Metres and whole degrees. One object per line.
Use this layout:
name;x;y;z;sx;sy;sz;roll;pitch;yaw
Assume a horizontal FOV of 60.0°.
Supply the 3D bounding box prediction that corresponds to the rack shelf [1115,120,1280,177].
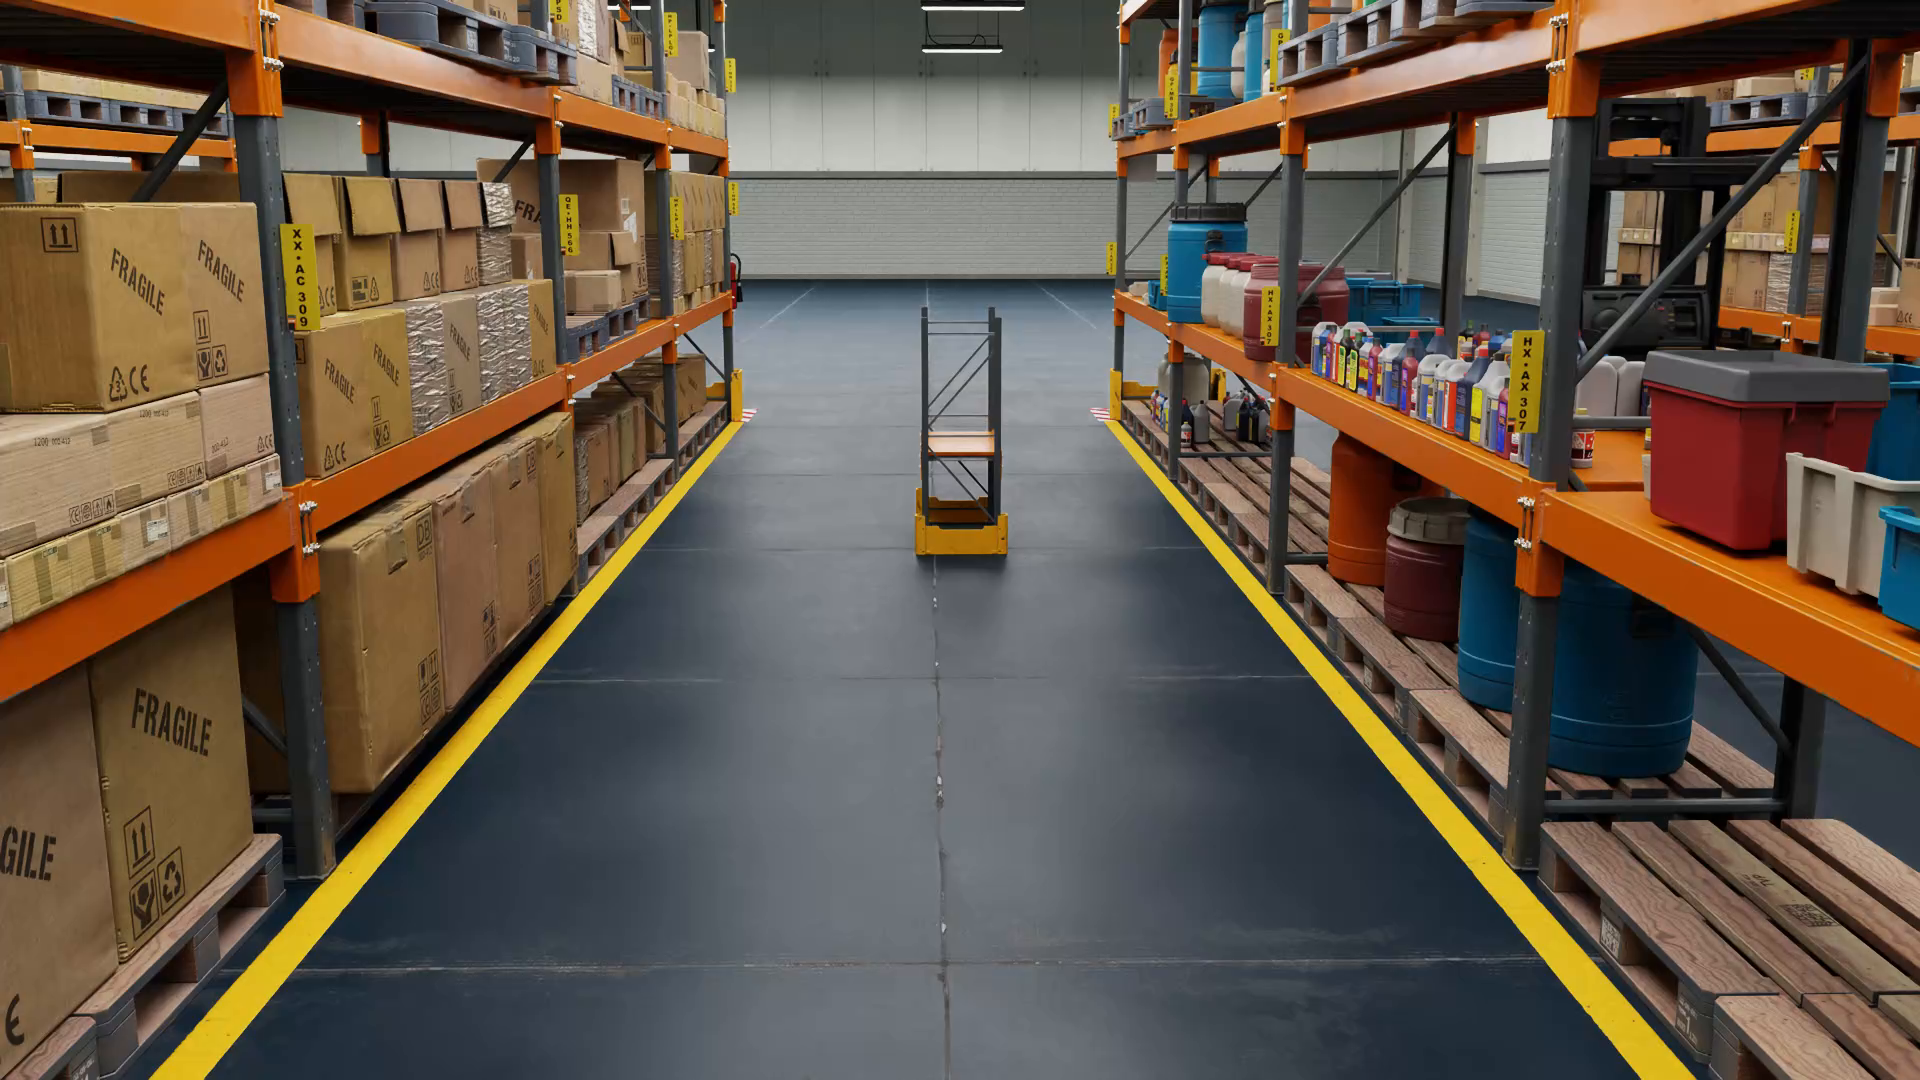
rack shelf;2.146;-3.475;14.909;1.077;0.370;4.000;0;11;-1

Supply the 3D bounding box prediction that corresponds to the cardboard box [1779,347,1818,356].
cardboard box;7.425;-1.398;14.380;0.500;0.500;0.500;0;11;-1

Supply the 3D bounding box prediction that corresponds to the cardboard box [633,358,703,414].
cardboard box;-2.804;-1.473;16.004;0.500;0.500;0.500;3;12;14

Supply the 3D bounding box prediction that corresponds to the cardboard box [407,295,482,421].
cardboard box;-2.396;-0.793;7.172;0.500;0.500;0.500;0;11;0

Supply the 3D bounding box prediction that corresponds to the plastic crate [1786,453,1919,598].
plastic crate;2.200;-0.037;3.843;0.437;0.282;0.530;0;11;-1

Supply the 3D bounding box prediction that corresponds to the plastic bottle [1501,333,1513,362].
plastic bottle;2.702;-0.877;8.161;0.097;0.271;0.097;0;11;0

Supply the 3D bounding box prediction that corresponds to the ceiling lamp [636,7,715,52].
ceiling lamp;-7.007;-13.577;40.667;2.000;3.185;0.800;0;11;-1

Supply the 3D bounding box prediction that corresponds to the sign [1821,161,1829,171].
sign;12.851;-5.482;24.708;0.001;0.298;0.199;0;11;-1

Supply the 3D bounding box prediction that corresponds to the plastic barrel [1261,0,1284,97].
plastic barrel;2.428;-3.446;11.693;0.600;0.901;0.600;0;11;0

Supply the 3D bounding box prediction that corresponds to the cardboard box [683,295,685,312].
cardboard box;-2.493;-1.960;13.807;0.380;0.149;0.250;0;11;-1

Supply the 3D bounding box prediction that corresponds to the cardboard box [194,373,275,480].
cardboard box;-2.328;-0.335;4.795;0.500;0.250;0.500;0;11;-2

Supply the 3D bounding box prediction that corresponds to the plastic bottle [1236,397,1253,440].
plastic bottle;2.441;-1.039;14.192;0.144;0.351;0.185;0;11;-1

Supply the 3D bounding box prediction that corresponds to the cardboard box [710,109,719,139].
cardboard box;-2.570;-3.937;15.755;0.500;0.250;0.500;0;11;-1

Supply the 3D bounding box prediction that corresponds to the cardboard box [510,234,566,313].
cardboard box;-2.845;-1.617;10.178;0.700;0.500;0.500;1;12;7

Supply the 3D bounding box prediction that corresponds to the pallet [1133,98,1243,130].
pallet;2.075;-3.481;13.601;1.213;0.211;1.003;0;11;-1

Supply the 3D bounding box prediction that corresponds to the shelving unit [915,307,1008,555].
shelving unit;-0.002;-0.750;10.985;0.587;1.500;1.083;0;11;-1

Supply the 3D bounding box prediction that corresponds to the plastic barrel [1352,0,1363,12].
plastic barrel;2.279;-2.938;8.318;0.600;0.830;0.708;0;11;-1

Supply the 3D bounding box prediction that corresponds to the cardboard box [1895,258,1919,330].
cardboard box;7.150;-1.771;11.994;0.500;0.500;0.500;1;11;3

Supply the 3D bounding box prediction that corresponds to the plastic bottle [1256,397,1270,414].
plastic bottle;2.586;-1.040;14.195;0.144;0.351;0.185;0;11;0

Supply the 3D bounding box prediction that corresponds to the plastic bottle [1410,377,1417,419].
plastic bottle;1.966;-0.618;7.061;0.097;0.201;0.097;0;11;0

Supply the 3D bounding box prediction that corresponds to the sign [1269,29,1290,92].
sign;1.720;-2.580;8.951;0.100;0.325;0.005;0;11;-1

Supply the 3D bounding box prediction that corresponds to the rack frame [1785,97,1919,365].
rack frame;7.140;-1.980;13.272;1.000;3.000;0.127;0;11;-1

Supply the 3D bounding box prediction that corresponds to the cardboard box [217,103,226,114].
cardboard box;-7.462;-4.272;16.350;0.380;0.149;0.250;0;11;-1

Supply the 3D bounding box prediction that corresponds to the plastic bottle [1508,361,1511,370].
plastic bottle;2.147;-0.564;6.420;0.144;0.351;0.185;0;11;-1

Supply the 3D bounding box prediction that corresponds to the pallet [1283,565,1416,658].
pallet;2.328;0.358;8.762;1.003;0.211;1.213;0;11;-1

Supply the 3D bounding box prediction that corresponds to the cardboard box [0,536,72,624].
cardboard box;-2.238;0.088;3.711;0.380;0.149;0.250;0;11;-2

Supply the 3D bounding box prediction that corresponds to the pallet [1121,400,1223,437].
pallet;2.165;-1.212;16.503;1.003;0.211;1.213;0;11;-1

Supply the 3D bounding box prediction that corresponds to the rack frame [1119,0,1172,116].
rack frame;2.105;-5.695;16.499;1.000;3.000;0.127;0;11;-1

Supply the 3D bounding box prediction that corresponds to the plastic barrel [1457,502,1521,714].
plastic barrel;2.344;0.204;6.731;0.600;0.901;0.708;0;11;-1

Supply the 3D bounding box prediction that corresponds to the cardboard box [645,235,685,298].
cardboard box;-2.712;-2.224;13.478;0.875;0.500;0.500;0;11;-1

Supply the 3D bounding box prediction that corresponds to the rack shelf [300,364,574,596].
rack shelf;-2.641;-0.394;7.268;1.077;0.370;4.000;0;11;-1

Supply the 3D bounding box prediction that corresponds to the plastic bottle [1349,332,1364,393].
plastic bottle;1.927;-0.856;8.026;0.061;0.283;0.133;0;11;-1

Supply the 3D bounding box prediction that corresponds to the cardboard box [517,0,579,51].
cardboard box;-2.434;-3.003;9.264;0.500;0.500;0.500;0;11;-1

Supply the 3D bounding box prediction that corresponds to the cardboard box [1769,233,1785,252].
cardboard box;6.917;-2.449;13.702;0.380;0.149;0.250;0;11;-2

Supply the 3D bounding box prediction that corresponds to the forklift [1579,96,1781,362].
forklift;4.879;-1.606;11.605;1.130;2.935;3.031;-1;11;-3

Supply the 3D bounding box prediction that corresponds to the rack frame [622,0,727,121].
rack frame;-2.847;-5.675;16.398;1.000;3.000;0.127;0;11;-1

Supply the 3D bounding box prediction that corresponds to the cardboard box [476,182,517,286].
cardboard box;-2.683;-1.540;8.330;0.797;0.503;0.637;0;11;1

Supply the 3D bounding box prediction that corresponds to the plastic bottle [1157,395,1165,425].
plastic bottle;1.840;-1.184;15.106;0.097;0.271;0.097;0;11;0

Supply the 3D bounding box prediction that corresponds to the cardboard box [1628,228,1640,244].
cardboard box;6.858;-3.010;16.470;0.380;0.149;0.250;-1;11;-3

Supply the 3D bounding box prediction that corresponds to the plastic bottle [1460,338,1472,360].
plastic bottle;2.689;-0.966;8.775;0.097;0.201;0.097;0;11;0

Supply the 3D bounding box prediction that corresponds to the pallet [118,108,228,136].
pallet;-7.782;-4.014;15.977;1.003;0.211;1.213;0;11;-1

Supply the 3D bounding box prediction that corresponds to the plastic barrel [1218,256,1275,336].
plastic barrel;2.003;-1.690;11.502;0.433;0.535;0.433;0;11;0

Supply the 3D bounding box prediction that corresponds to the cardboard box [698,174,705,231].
cardboard box;-2.563;-3.013;14.852;0.500;0.500;0.500;0;11;-1

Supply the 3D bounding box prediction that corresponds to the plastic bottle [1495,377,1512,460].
plastic bottle;1.971;-0.435;5.954;0.061;0.283;0.133;0;11;-1

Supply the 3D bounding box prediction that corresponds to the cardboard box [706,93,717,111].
cardboard box;-2.497;-4.117;15.637;0.380;0.149;0.250;0;11;-1

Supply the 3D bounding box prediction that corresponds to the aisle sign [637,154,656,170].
aisle sign;-3.148;-4.020;16.791;0.394;0.787;0.004;0;11;-1

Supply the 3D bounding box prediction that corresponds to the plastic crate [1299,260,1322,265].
plastic crate;2.503;-1.896;12.701;0.402;0.464;0.583;0;11;-1

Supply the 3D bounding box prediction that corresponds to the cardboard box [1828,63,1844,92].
cardboard box;7.393;-3.874;13.408;0.500;0.500;0.500;1;11;4

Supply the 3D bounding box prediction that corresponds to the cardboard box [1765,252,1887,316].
cardboard box;7.124;-2.117;13.697;0.700;0.500;0.500;-1;11;-3

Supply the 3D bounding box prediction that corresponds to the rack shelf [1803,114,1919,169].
rack shelf;7.181;-2.700;11.086;1.077;0.370;4.000;0;11;-1

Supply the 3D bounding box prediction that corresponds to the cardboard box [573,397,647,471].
cardboard box;-2.773;-0.808;12.678;0.700;0.500;0.500;-1;12;-6

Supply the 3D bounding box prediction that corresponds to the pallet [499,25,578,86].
pallet;-2.616;-2.394;8.247;1.213;0.211;1.003;0;11;1

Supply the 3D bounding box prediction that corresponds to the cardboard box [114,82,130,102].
cardboard box;-7.421;-3.868;14.361;0.380;0.149;0.250;0;11;-1

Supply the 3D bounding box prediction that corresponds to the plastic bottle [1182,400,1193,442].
plastic bottle;1.886;-1.004;14.021;0.144;0.351;0.185;-1;11;-3

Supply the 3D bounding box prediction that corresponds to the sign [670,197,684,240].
sign;-2.210;-2.510;12.975;0.100;0.325;0.005;0;11;-1
